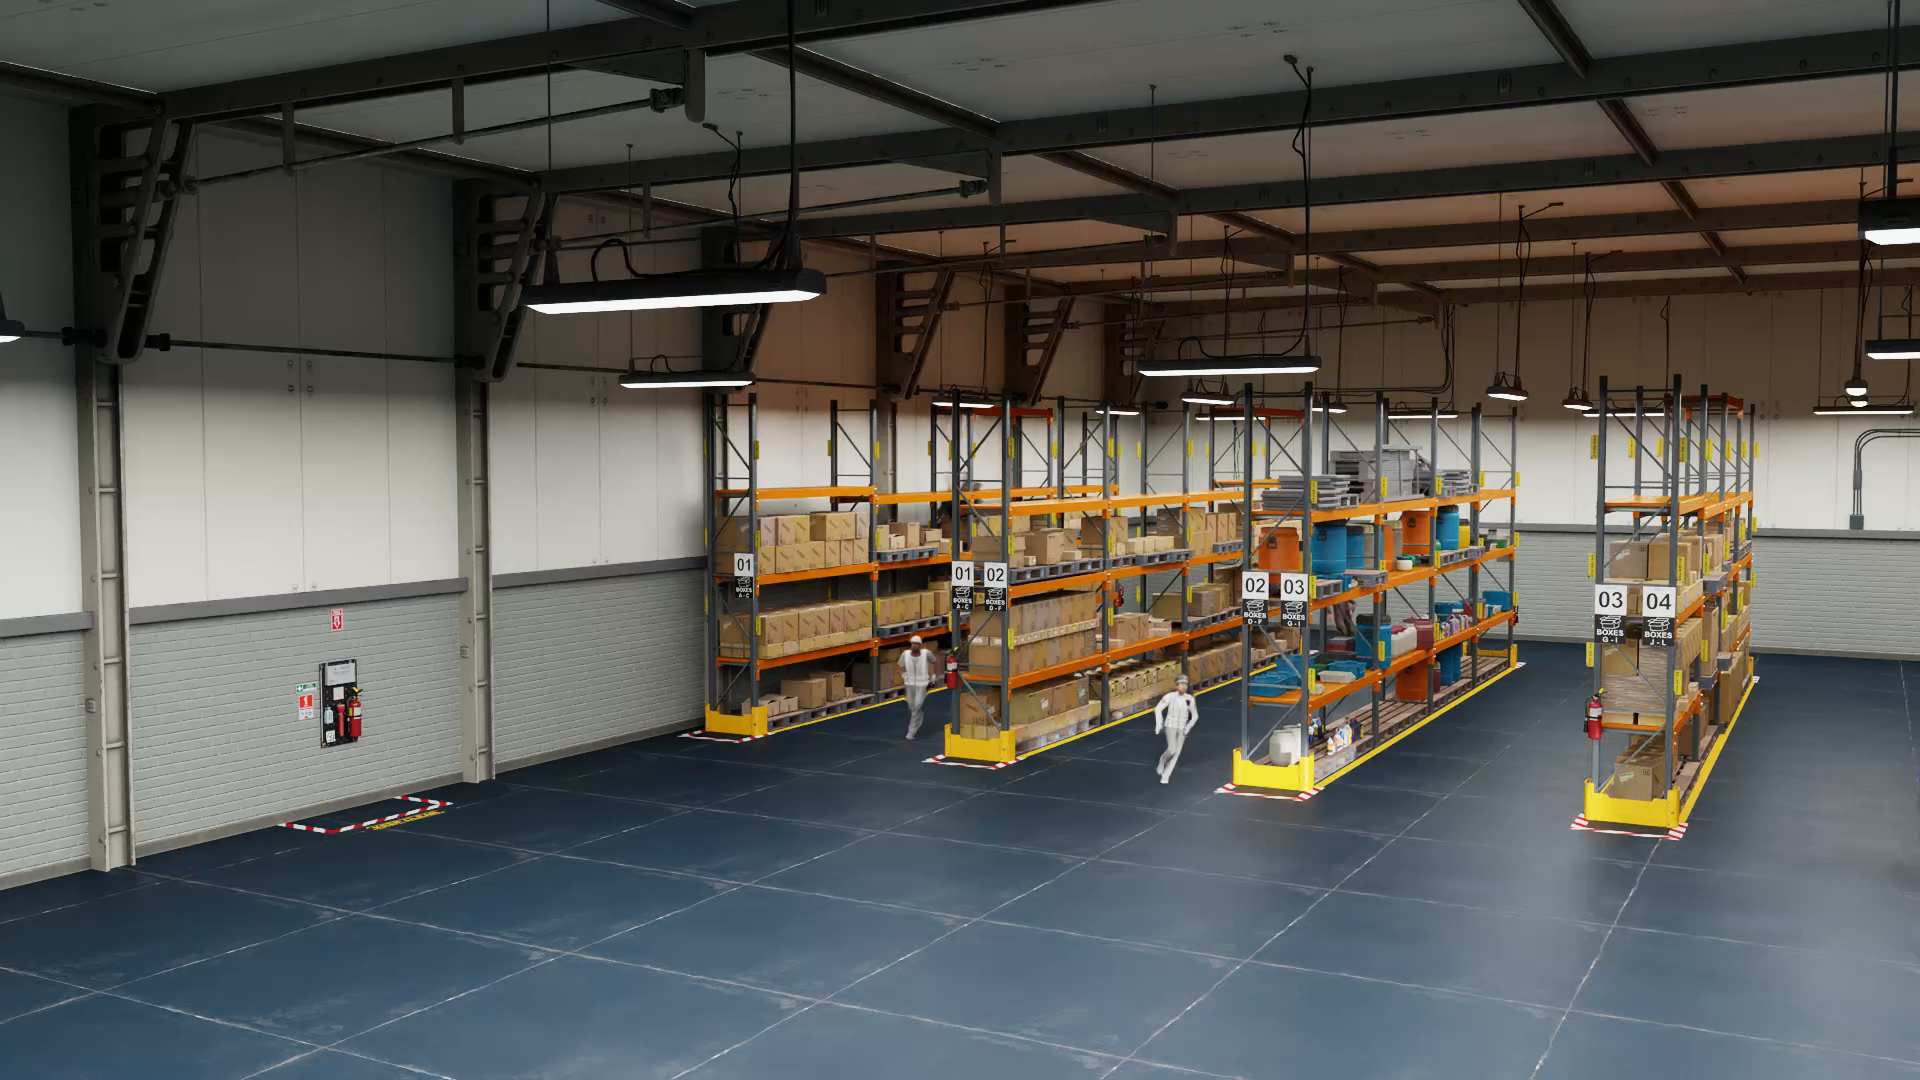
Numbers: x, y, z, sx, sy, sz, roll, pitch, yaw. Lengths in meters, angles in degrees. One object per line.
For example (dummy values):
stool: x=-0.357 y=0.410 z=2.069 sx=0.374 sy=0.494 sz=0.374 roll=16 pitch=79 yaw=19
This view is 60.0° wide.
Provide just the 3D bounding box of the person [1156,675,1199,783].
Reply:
person: x=3.277 y=2.840 z=24.956 sx=0.638 sy=1.620 sz=0.509 roll=0 pitch=3 yaw=-4

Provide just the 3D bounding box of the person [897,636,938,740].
person: x=-0.760 y=2.543 z=29.090 sx=0.707 sy=1.772 sz=1.022 roll=1 pitch=3 yaw=11

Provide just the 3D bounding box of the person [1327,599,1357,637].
person: x=9.304 y=1.925 z=40.491 sx=0.770 sy=1.743 sz=1.050 roll=0 pitch=3 yaw=-2
